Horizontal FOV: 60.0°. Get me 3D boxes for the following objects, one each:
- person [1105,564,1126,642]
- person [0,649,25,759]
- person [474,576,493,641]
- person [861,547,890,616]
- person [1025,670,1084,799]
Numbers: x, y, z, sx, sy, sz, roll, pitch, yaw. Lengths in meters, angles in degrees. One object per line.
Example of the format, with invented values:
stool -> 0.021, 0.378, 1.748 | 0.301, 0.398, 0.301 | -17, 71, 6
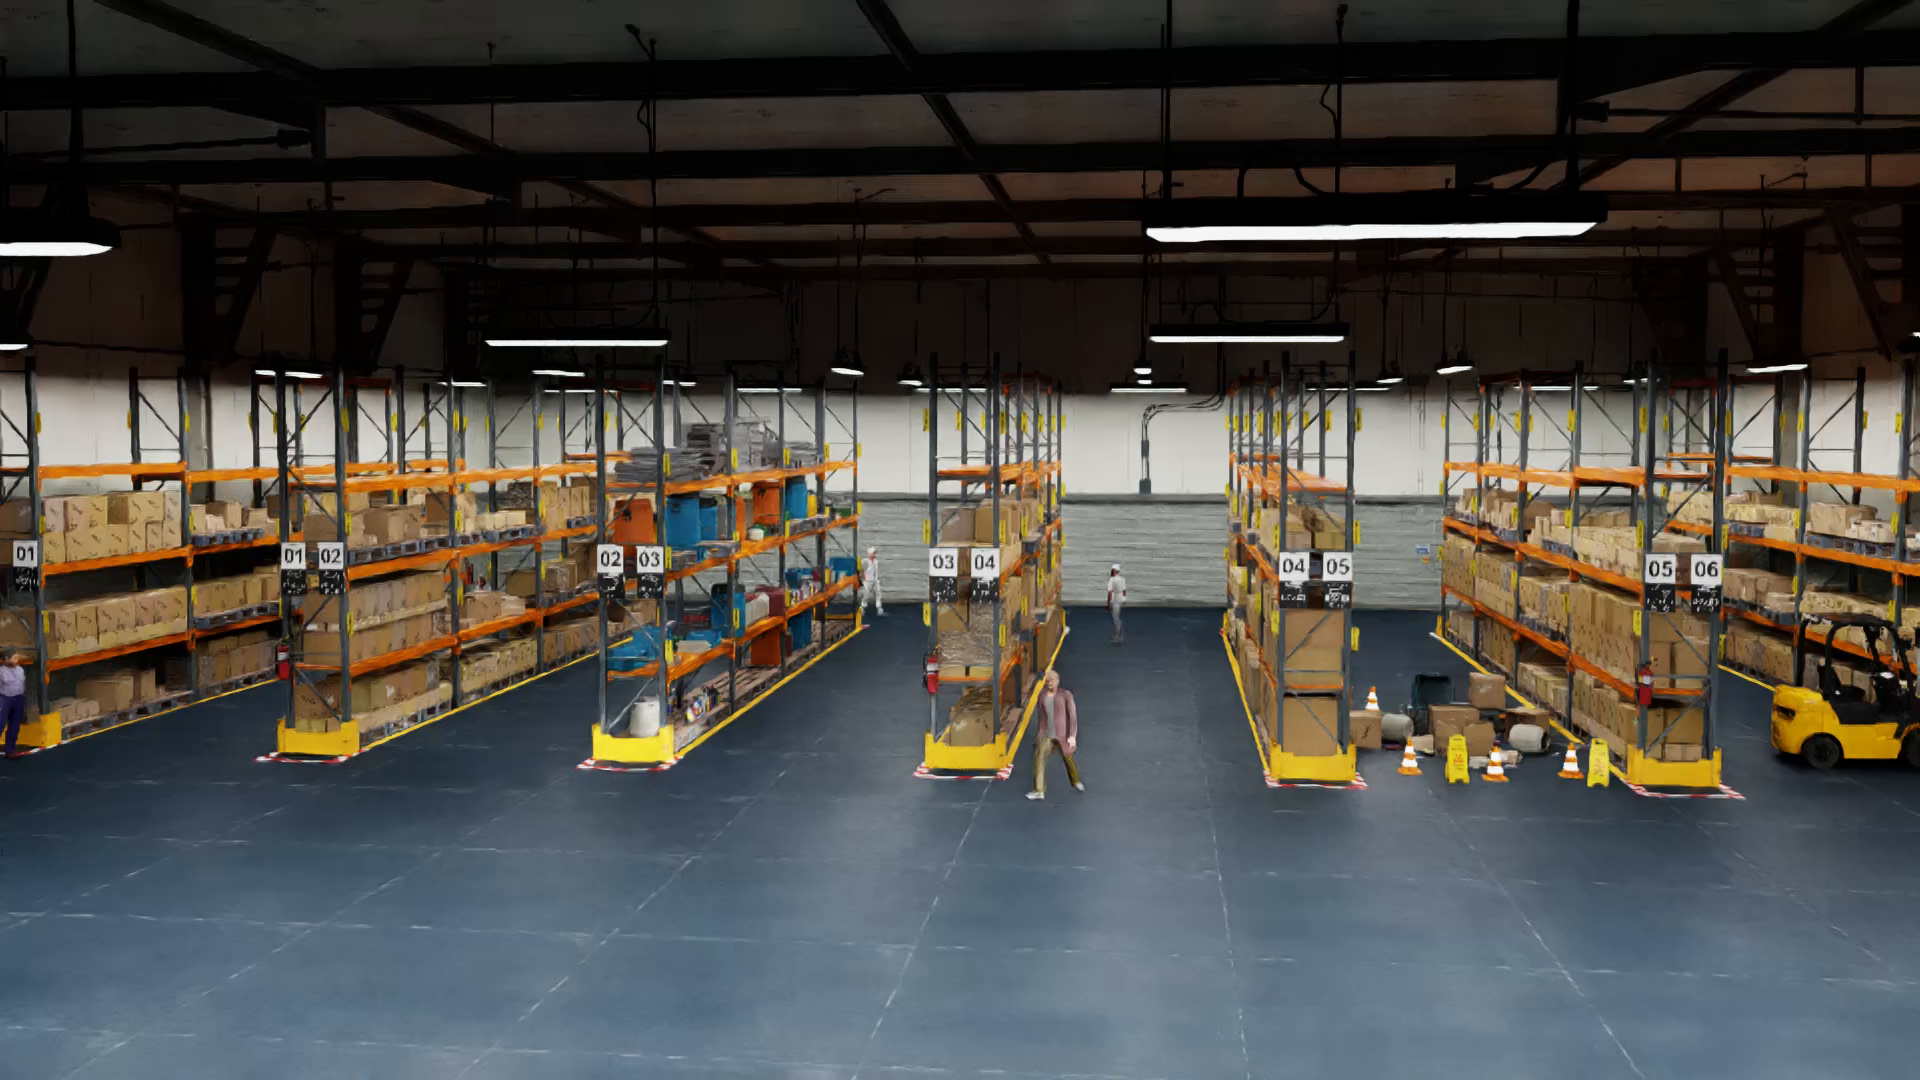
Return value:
person -> 3.533, 1.422, 37.977 | 0.579, 1.763, 0.676 | 3, 5, 32
person -> -14.167, 2.434, 24.619 | 0.469, 1.641, 0.660 | 2, 5, 31
person -> -10.819, 1.568, 37.778 | 0.566, 1.541, 0.519 | 0, 4, 5
person -> -2.247, 1.070, 42.813 | 0.722, 1.781, 0.566 | -4, 6, -44
person -> 1.288, 2.627, 22.185 | 0.634, 1.620, 1.045 | 2, 5, 27
